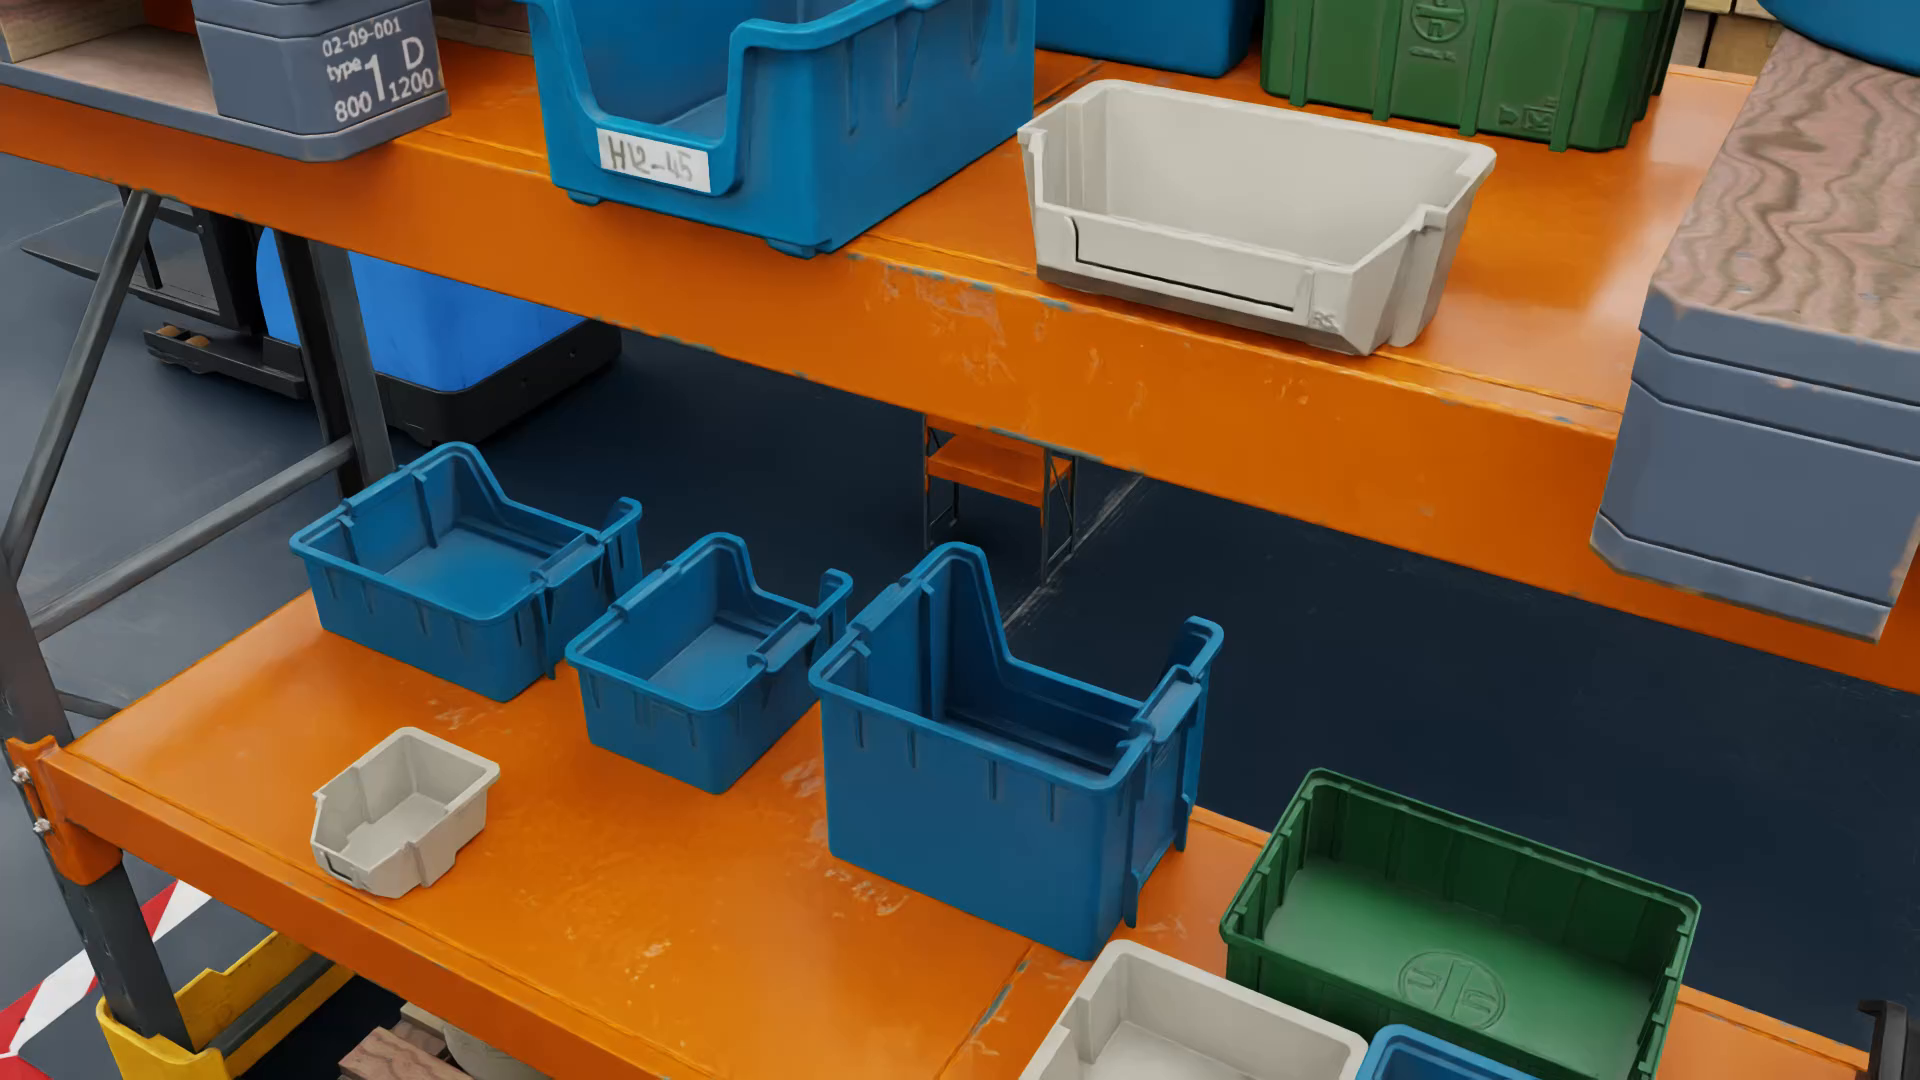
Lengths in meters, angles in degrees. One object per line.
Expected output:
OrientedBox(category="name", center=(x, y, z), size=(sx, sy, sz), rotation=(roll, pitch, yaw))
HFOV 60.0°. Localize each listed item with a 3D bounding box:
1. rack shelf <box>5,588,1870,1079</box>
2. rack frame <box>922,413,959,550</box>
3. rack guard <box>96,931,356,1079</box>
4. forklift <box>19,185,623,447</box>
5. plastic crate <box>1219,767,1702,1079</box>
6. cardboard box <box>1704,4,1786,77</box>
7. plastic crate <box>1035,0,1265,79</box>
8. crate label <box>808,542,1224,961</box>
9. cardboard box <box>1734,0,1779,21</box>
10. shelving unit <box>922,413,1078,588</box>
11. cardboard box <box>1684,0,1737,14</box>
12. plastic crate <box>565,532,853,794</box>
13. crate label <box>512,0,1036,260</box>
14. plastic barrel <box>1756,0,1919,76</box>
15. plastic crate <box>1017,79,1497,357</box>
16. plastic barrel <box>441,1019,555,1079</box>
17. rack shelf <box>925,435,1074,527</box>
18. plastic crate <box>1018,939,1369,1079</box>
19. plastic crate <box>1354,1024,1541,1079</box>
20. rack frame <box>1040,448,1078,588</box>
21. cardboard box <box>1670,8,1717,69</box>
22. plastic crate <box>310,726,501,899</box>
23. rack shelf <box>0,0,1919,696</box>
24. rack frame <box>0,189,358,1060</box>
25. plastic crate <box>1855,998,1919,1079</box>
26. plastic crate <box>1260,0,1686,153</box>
OrientedBox(category="rack shelf", center=(0.107, 0.847, 2.920), size=(4.000, 0.370, 1.077), rotation=(18, 37, 24))
OrientedBox(category="rack frame", center=(-0.068, -0.521, 5.950), size=(0.015, 1.200, 0.240), rotation=(18, 37, 24))
OrientedBox(category="rack guard", center=(-1.540, 1.037, 4.242), size=(0.348, 0.500, 1.175), rotation=(18, 37, 24))
OrientedBox(category="forklift", center=(-0.758, -1.056, 4.498), size=(9.586, 3.703, 3.399), rotation=(18, 38, 25))
OrientedBox(category="plastic crate", center=(0.805, 0.677, 2.718), size=(0.662, 0.188, 0.450), rotation=(18, 37, 24))
OrientedBox(category="cardboard box", center=(3.022, -1.727, 6.047), size=(0.500, 0.500, 0.700), rotation=(18, 38, 25))
OrientedBox(category="plastic crate", center=(0.176, -0.864, 2.150), size=(0.575, 0.384, 0.392), rotation=(18, 37, 24))
OrientedBox(category="crate label", center=(0.103, 0.359, 2.972), size=(0.616, 0.435, 0.502), rotation=(18, 37, 24))
OrientedBox(category="cardboard box", center=(4.945, -1.866, 4.487), size=(4.934, 1.460, 0.703), rotation=(19, 38, 26))
OrientedBox(category="shelving unit", center=(0.144, -0.454, 5.849), size=(0.503, 1.200, 0.258), rotation=(18, 37, 24))
OrientedBox(category="cardboard box", center=(2.629, -1.990, 5.856), size=(0.250, 0.149, 0.380), rotation=(19, 38, 26))
OrientedBox(category="plastic crate", center=(-0.485, 0.235, 3.325), size=(0.408, 0.251, 0.499), rotation=(18, 37, 24))
OrientedBox(category="crate label", center=(-0.168, -0.515, 1.745), size=(0.408, 0.251, 0.502), rotation=(18, 37, 24))
OrientedBox(category="plastic barrel", center=(1.033, -0.859, 1.297), size=(0.708, 0.901, 0.600), rotation=(18, 37, 24))
OrientedBox(category="plastic crate", center=(0.250, -0.288, 1.507), size=(0.396, 0.136, 0.243), rotation=(18, 37, 24))
OrientedBox(category="plastic barrel", center=(-1.020, 1.003, 3.904), size=(0.421, 0.512, 0.421), rotation=(0, 34, 0))
OrientedBox(category="rack shelf", center=(0.144, -0.233, 5.996), size=(0.480, 0.148, 0.258), rotation=(18, 37, 24))
OrientedBox(category="plastic crate", center=(0.308, 0.883, 2.456), size=(0.437, 0.136, 0.530), rotation=(18, 37, 24))
OrientedBox(category="plastic crate", center=(0.748, 0.986, 2.197), size=(0.616, 0.251, 0.499), rotation=(18, 37, 24))
OrientedBox(category="rack frame", center=(0.356, -0.387, 5.748), size=(0.015, 1.200, 0.240), rotation=(18, 37, 24))
OrientedBox(category="cardboard box", center=(2.576, -1.867, 6.258), size=(0.500, 0.500, 0.700), rotation=(19, 38, 26))
OrientedBox(category="plastic crate", center=(-1.012, 0.509, 3.018), size=(0.250, 0.136, 0.298), rotation=(18, 37, 24))
OrientedBox(category="rack shelf", center=(0.107, -0.401, 2.089), size=(4.000, 0.370, 1.077), rotation=(18, 37, 24))
OrientedBox(category="rack frame", center=(-1.631, -0.001, 3.545), size=(0.053, 2.616, 0.949), rotation=(18, 37, 24))
OrientedBox(category="plastic crate", center=(1.452, 0.919, 2.220), size=(0.504, 0.338, 0.767), rotation=(18, 37, 24))
OrientedBox(category="plastic crate", center=(0.609, -0.627, 1.971), size=(0.450, 0.188, 0.336), rotation=(18, 37, 24))
